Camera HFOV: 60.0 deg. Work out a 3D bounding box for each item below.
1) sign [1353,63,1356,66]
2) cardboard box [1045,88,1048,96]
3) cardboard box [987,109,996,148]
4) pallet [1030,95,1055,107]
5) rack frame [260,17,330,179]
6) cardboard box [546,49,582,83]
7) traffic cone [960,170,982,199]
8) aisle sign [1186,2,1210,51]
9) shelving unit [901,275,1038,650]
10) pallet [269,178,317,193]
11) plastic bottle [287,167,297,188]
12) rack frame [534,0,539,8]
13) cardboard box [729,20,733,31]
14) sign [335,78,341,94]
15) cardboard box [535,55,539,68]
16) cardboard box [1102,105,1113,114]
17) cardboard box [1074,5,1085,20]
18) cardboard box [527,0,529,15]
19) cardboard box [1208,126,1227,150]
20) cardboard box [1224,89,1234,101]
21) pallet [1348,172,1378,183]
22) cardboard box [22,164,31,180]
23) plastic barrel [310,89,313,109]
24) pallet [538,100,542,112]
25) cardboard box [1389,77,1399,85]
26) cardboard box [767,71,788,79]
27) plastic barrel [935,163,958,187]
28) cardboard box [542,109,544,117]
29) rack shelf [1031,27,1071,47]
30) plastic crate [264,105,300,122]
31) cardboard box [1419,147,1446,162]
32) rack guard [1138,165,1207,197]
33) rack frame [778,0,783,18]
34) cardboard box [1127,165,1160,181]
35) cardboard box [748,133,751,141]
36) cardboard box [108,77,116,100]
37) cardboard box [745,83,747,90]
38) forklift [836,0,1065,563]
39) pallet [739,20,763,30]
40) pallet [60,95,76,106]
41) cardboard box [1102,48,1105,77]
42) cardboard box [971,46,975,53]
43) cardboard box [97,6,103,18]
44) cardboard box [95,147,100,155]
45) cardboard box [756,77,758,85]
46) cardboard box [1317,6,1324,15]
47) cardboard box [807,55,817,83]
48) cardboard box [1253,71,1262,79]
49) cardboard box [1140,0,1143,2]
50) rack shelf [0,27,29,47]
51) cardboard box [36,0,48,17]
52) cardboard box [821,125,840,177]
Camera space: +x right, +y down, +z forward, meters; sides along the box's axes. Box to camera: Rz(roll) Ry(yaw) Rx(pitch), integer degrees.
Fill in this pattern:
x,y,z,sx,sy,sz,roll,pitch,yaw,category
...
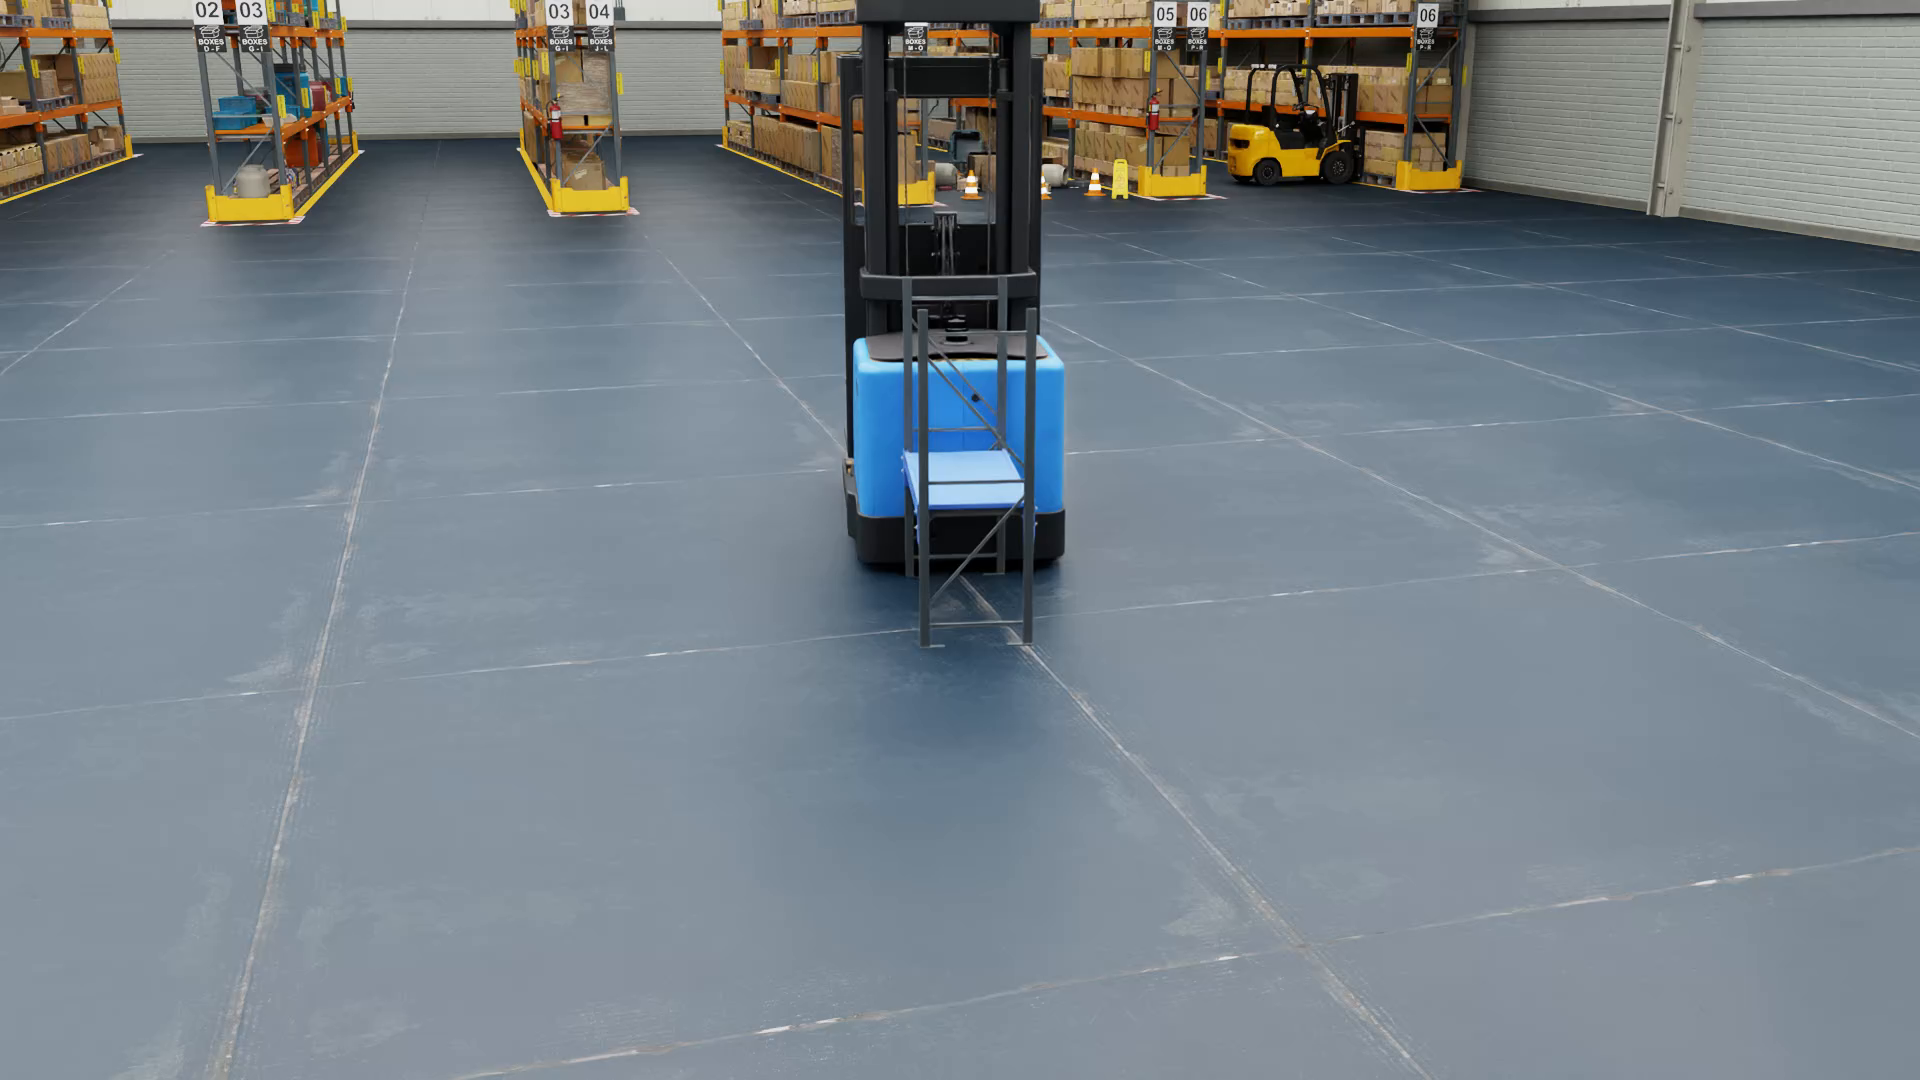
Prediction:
x,y,z,sx,sy,sz,roll,pitch,yaw,category
7.913,-9.420,33.456,0.100,0.325,0.005,-5,17,-15,sign
1.935,-9.015,33.455,0.380,0.149,0.250,-5,17,-15,cardboard box
1.158,-9.265,37.544,0.875,0.875,0.875,-4,17,-15,cardboard box
2.092,-9.000,34.034,1.003,0.211,1.213,-5,17,-15,pallet
-12.782,-8.461,31.906,1.000,3.000,0.127,-5,17,-15,rack frame
-6.210,-7.442,26.084,0.500,0.500,0.500,-5,17,-15,cardboard box
0.195,-6.048,28.283,0.336,0.463,0.334,-5,17,-15,traffic cone
4.022,-8.676,28.102,0.394,0.787,0.004,-5,17,-15,aisle sign
0.024,-0.391,7.647,0.538,1.500,1.048,-2,17,-5,shelving unit
-11.936,-6.234,29.337,1.003,0.211,1.213,-5,17,-15,pallet
-11.087,-5.999,27.549,0.144,0.351,0.185,-5,17,-16,plastic bottle
-6.920,-10.620,28.664,1.000,3.000,0.127,-5,17,-15,rack frame
-5.249,-12.363,39.942,0.500,0.250,0.500,-5,18,-17,cardboard box
-13.352,-9.743,35.693,0.100,0.325,0.005,-5,17,-15,sign
-8.205,-9.585,33.729,0.797,0.503,0.637,-4,17,-13,cardboard box
2.825,-7.875,30.391,0.380,0.149,0.250,-5,17,-15,cardboard box
2.466,-9.894,31.205,0.500,0.250,0.500,-5,17,-16,cardboard box
-8.002,-10.286,31.724,0.500,0.500,0.500,-5,17,-15,cardboard box
5.957,-9.134,37.760,0.500,0.500,0.500,-4,17,-14,cardboard box
6.167,-9.816,36.677,0.500,0.250,0.500,-5,17,-15,cardboard box
7.897,-7.027,31.977,1.003,0.211,1.213,-5,17,-15,pallet
-16.886,-6.547,29.583,0.500,0.250,0.500,-4,17,-14,cardboard box
-12.294,-8.247,30.999,0.421,0.512,0.421,0,17,0,plastic barrel
-7.436,-8.217,31.426,1.003,0.211,1.213,-5,17,-15,pallet
8.015,-8.318,30.127,0.380,0.149,0.250,-4,17,-14,cardboard box
-3.798,-9.682,34.643,0.380,0.149,0.250,-5,18,-17,cardboard box
-0.337,-6.684,30.469,0.512,0.421,0.421,7,18,23,plastic barrel
-7.094,-7.473,29.052,0.380,0.149,0.250,-5,17,-15,cardboard box
2.058,-10.175,33.649,1.077,0.370,4.000,-5,17,-15,rack shelf
-11.118,-6.999,27.297,0.499,0.251,0.616,-5,17,-15,plastic crate
8.549,-7.087,30.512,0.500,0.250,0.500,-4,17,-14,cardboard box
3.686,-6.247,28.881,1.175,0.500,0.348,-5,17,-15,rack guard
-3.223,-12.090,33.559,1.000,3.000,0.127,-5,17,-15,rack frame
3.220,-6.517,29.482,0.500,0.250,0.500,-5,17,-16,cardboard box
-4.714,-9.364,38.619,0.380,0.149,0.250,-4,17,-14,cardboard box
-19.213,-10.086,37.141,0.500,0.500,0.500,-5,17,-15,cardboard box
-4.656,-10.259,37.598,0.380,0.149,0.250,-6,18,-18,cardboard box
-0.122,-1.662,9.390,1.130,2.935,3.031,-2,17,-5,forklift
-4.255,-11.491,37.105,1.213,0.211,1.003,-5,17,-15,pallet
-18.530,-8.856,33.553,1.003,0.211,1.213,-5,17,-15,pallet
2.982,-8.639,30.070,0.700,0.500,0.500,-5,17,-16,cardboard box
0.486,-11.758,39.841,0.380,0.149,0.250,-4,17,-14,cardboard box
-19.220,-11.628,36.625,0.500,0.250,0.500,-5,17,-15,cardboard box
-18.800,-8.403,35.871,0.380,0.166,0.250,-5,17,-15,cardboard box
-4.224,-9.969,36.115,0.380,0.149,0.250,-5,17,-16,cardboard box
7.211,-10.341,32.481,0.380,0.149,0.250,-4,17,-14,cardboard box
-2.548,-9.056,31.975,0.700,0.500,0.500,-5,17,-15,cardboard box
6.449,-9.921,35.464,0.380,0.149,0.250,-4,17,-14,cardboard box
3.297,-9.266,28.423,0.380,0.149,0.250,-4,17,-14,cardboard box
-16.996,-8.610,28.436,1.077,0.370,4.000,-5,17,-15,rack shelf
-18.372,-10.582,32.676,0.600,0.600,0.600,-5,17,-16,cardboard box
-2.018,-7.115,30.387,0.875,0.875,0.875,-4,17,-14,cardboard box
